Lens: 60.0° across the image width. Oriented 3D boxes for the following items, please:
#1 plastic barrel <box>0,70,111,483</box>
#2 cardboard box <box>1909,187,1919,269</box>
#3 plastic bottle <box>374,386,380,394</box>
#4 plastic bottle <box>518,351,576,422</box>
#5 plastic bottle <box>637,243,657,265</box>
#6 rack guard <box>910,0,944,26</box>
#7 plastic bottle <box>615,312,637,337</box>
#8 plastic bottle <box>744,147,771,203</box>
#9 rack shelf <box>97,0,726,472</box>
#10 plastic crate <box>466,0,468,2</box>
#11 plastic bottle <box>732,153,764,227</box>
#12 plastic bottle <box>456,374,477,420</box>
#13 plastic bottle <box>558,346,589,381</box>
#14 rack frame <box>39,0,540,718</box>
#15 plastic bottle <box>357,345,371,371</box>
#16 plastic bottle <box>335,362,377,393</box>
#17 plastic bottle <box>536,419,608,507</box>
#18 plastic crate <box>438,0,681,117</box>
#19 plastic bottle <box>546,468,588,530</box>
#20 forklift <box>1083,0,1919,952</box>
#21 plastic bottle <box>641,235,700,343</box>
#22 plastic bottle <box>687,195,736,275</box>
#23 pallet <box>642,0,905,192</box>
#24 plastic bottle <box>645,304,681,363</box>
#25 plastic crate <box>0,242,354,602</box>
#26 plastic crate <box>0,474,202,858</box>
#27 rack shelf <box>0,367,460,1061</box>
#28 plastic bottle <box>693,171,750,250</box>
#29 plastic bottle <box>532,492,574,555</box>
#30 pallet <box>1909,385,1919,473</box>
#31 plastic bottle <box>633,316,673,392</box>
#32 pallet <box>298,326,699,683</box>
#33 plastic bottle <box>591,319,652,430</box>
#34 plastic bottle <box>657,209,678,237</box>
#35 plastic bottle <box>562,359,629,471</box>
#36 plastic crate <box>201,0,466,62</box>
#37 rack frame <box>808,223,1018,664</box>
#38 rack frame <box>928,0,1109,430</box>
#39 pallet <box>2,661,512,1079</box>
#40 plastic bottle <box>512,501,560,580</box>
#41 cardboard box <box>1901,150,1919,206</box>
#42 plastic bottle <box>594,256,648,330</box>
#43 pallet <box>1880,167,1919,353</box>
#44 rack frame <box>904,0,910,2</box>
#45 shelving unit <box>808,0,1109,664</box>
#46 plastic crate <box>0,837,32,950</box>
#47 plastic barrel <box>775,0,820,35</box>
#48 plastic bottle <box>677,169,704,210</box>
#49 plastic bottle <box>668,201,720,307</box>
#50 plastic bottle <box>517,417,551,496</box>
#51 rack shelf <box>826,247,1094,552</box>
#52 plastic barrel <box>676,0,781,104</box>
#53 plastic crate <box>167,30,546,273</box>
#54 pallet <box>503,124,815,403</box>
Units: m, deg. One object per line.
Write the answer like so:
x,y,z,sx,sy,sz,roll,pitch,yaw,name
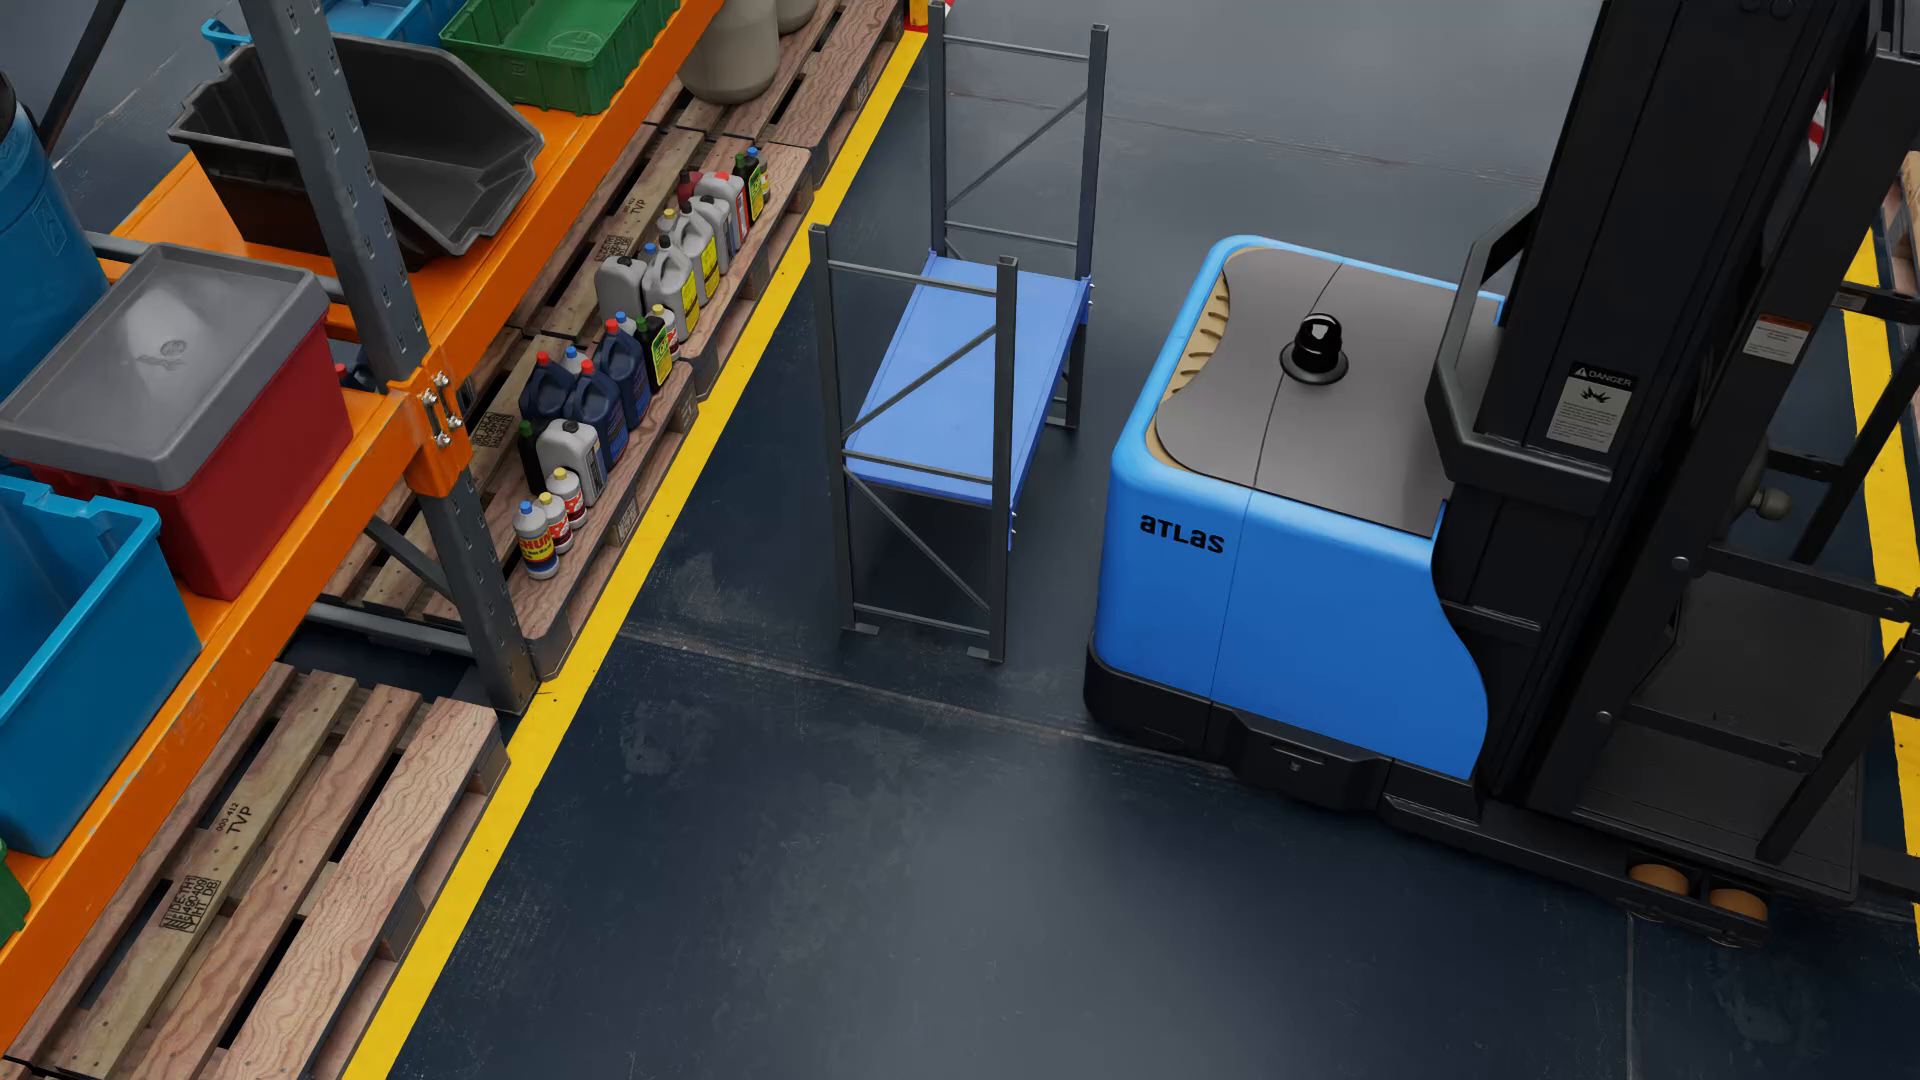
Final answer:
-2.125,-0.569,3.417,0.600,0.901,0.708,12,50,10,plastic barrel
3.615,-1.058,5.737,0.500,0.250,0.500,12,50,10,cardboard box
-1.701,-0.386,5.063,0.144,0.351,0.185,12,50,10,plastic bottle
-1.258,-0.422,5.095,0.144,0.351,0.185,12,50,10,plastic bottle
-1.036,-0.915,5.630,0.097,0.201,0.097,0,49,0,plastic bottle
-0.653,-2.624,7.233,1.175,0.500,0.348,12,50,10,rack guard
-1.066,-0.617,5.321,0.097,0.271,0.097,0,49,0,plastic bottle
-0.739,-1.320,5.988,0.097,0.201,0.097,0,49,0,plastic bottle
-1.205,-1.831,5.345,1.077,0.370,4.000,12,50,10,rack shelf
-1.548,-1.760,4.978,0.530,0.136,0.437,12,50,10,plastic crate
-0.752,-1.259,5.879,0.061,0.283,0.133,13,50,11,plastic bottle
-1.640,-0.517,5.229,0.152,0.276,0.135,12,50,10,plastic bottle
-1.197,-0.496,5.213,0.097,0.271,0.097,0,49,0,plastic bottle
-1.731,-0.622,3.799,1.000,3.000,0.127,12,50,10,rack frame
-1.789,-0.553,5.211,0.144,0.351,0.185,9,49,8,plastic bottle
-1.840,-0.414,5.088,0.144,0.351,0.185,10,49,9,plastic bottle
-1.166,-0.250,4.993,0.152,0.276,0.135,13,50,11,plastic bottle
-1.102,-1.479,4.696,0.450,0.188,0.662,12,50,10,plastic crate
-1.171,-0.133,4.940,0.097,0.201,0.097,0,49,0,plastic bottle
1.922,-0.370,3.622,3.031,2.935,1.130,17,51,14,forklift
-0.957,-0.837,5.462,0.144,0.351,0.185,11,50,10,plastic bottle
-0.868,-1.068,5.715,0.152,0.276,0.135,10,49,9,plastic bottle
-0.872,-1.942,6.823,1.003,0.211,1.213,12,50,10,pallet
-0.972,-0.681,5.423,0.097,0.201,0.097,0,49,0,plastic bottle
-1.563,-0.233,3.412,0.402,0.464,0.583,12,50,10,plastic crate
-1.721,0.242,3.046,0.392,0.384,0.575,12,50,10,plastic crate
-2.258,1.062,2.792,1.077,0.370,4.000,12,50,10,rack shelf
-0.832,-1.168,5.804,0.152,0.276,0.135,12,50,10,plastic bottle
-1.198,-0.060,4.875,0.097,0.201,0.097,0,49,0,plastic bottle
3.615,-0.172,5.261,1.003,0.211,1.213,12,50,10,pallet
-0.985,-0.619,5.314,0.061,0.283,0.133,14,50,12,plastic bottle
-1.514,-0.177,5.266,1.003,0.211,1.213,12,50,10,pallet
-1.069,-0.530,5.190,0.144,0.351,0.185,10,49,8,plastic bottle
-0.993,-1.054,5.753,0.097,0.201,0.097,0,49,0,plastic bottle
-1.118,-0.393,5.070,0.144,0.351,0.185,13,50,11,plastic bottle
-1.702,-1.427,4.608,0.499,0.251,0.616,12,50,10,plastic crate
-0.111,-0.190,4.418,0.500,1.500,0.032,12,50,10,rack frame
0.156,-0.926,5.067,0.500,1.500,0.032,12,50,10,rack frame
-1.900,0.876,4.336,1.003,0.211,1.213,12,50,10,pallet
-1.224,-0.009,4.784,0.097,0.271,0.097,0,49,0,plastic bottle
3.744,-1.421,6.057,0.500,0.250,0.500,12,50,10,cardboard box
-1.106,-0.824,5.500,0.152,0.276,0.135,12,50,10,plastic bottle
3.938,-1.051,6.037,1.003,0.211,1.213,12,50,10,pallet
-0.678,-3.516,6.352,1.000,3.000,0.127,12,50,10,rack frame
0.022,-0.558,4.742,0.538,1.500,1.048,12,50,10,shelving unit
-1.917,0.763,2.717,0.450,0.188,0.662,12,50,10,plastic crate
-0.778,-2.340,6.694,0.421,0.512,0.421,0,49,0,plastic barrel
-0.935,-1.191,5.819,0.061,0.283,0.133,12,50,10,plastic bottle
-0.908,-0.972,5.581,0.144,0.351,0.185,13,50,12,plastic bottle
-1.269,-0.273,5.009,0.061,0.283,0.133,12,50,10,plastic bottle
0.022,-0.439,4.877,0.538,0.185,1.000,12,50,10,rack shelf
-0.910,-1.978,6.374,0.421,0.512,0.421,0,49,0,plastic barrel
-1.471,-0.955,4.134,0.767,0.338,0.504,12,50,10,plastic crate
-1.195,-1.063,6.047,1.003,0.211,1.213,12,50,10,pallet
